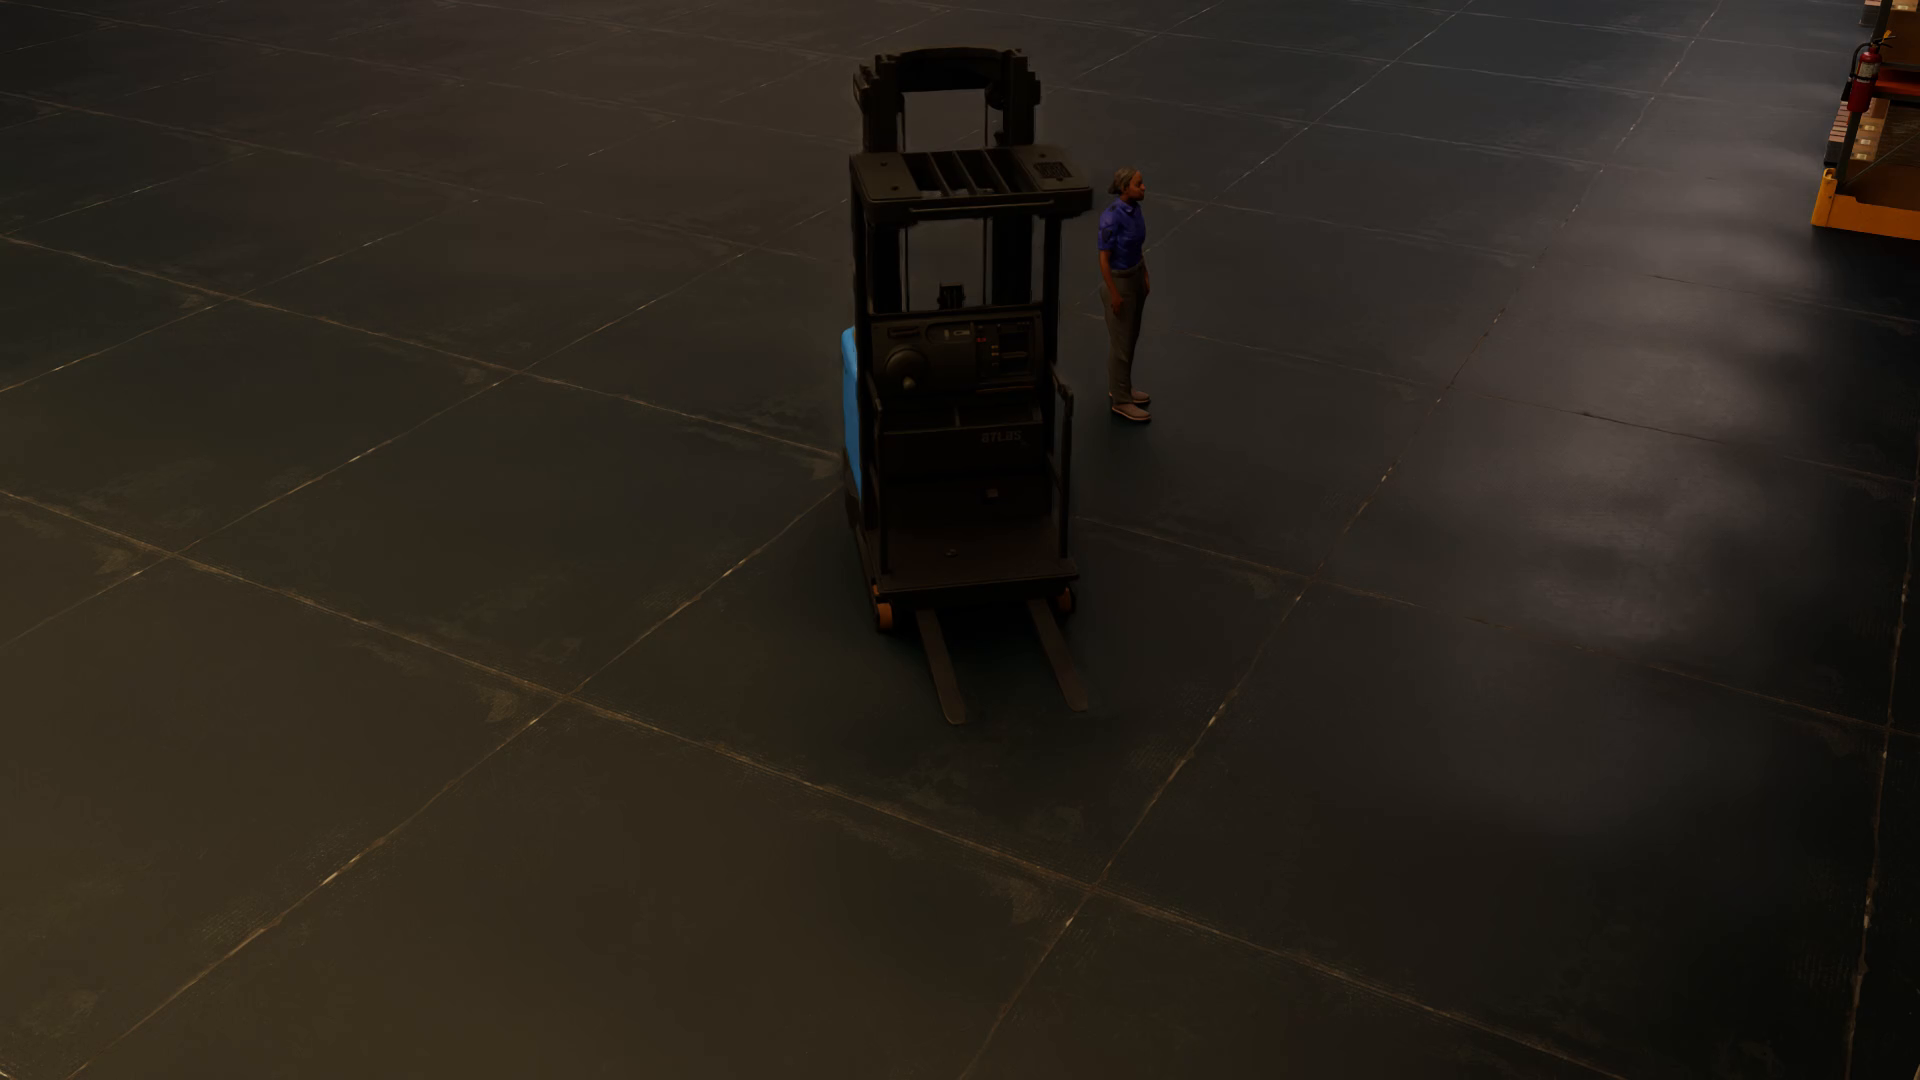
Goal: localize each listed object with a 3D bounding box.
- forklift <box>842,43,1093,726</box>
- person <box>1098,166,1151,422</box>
[{"bbox_3d":[0.029,-0.960,8.734,1.130,2.935,3.031,-5,30,-9],"label":"forklift"},{"bbox_3d":[1.189,-1.688,11.261,0.505,1.656,0.563,16,33,25],"label":"person"}]
